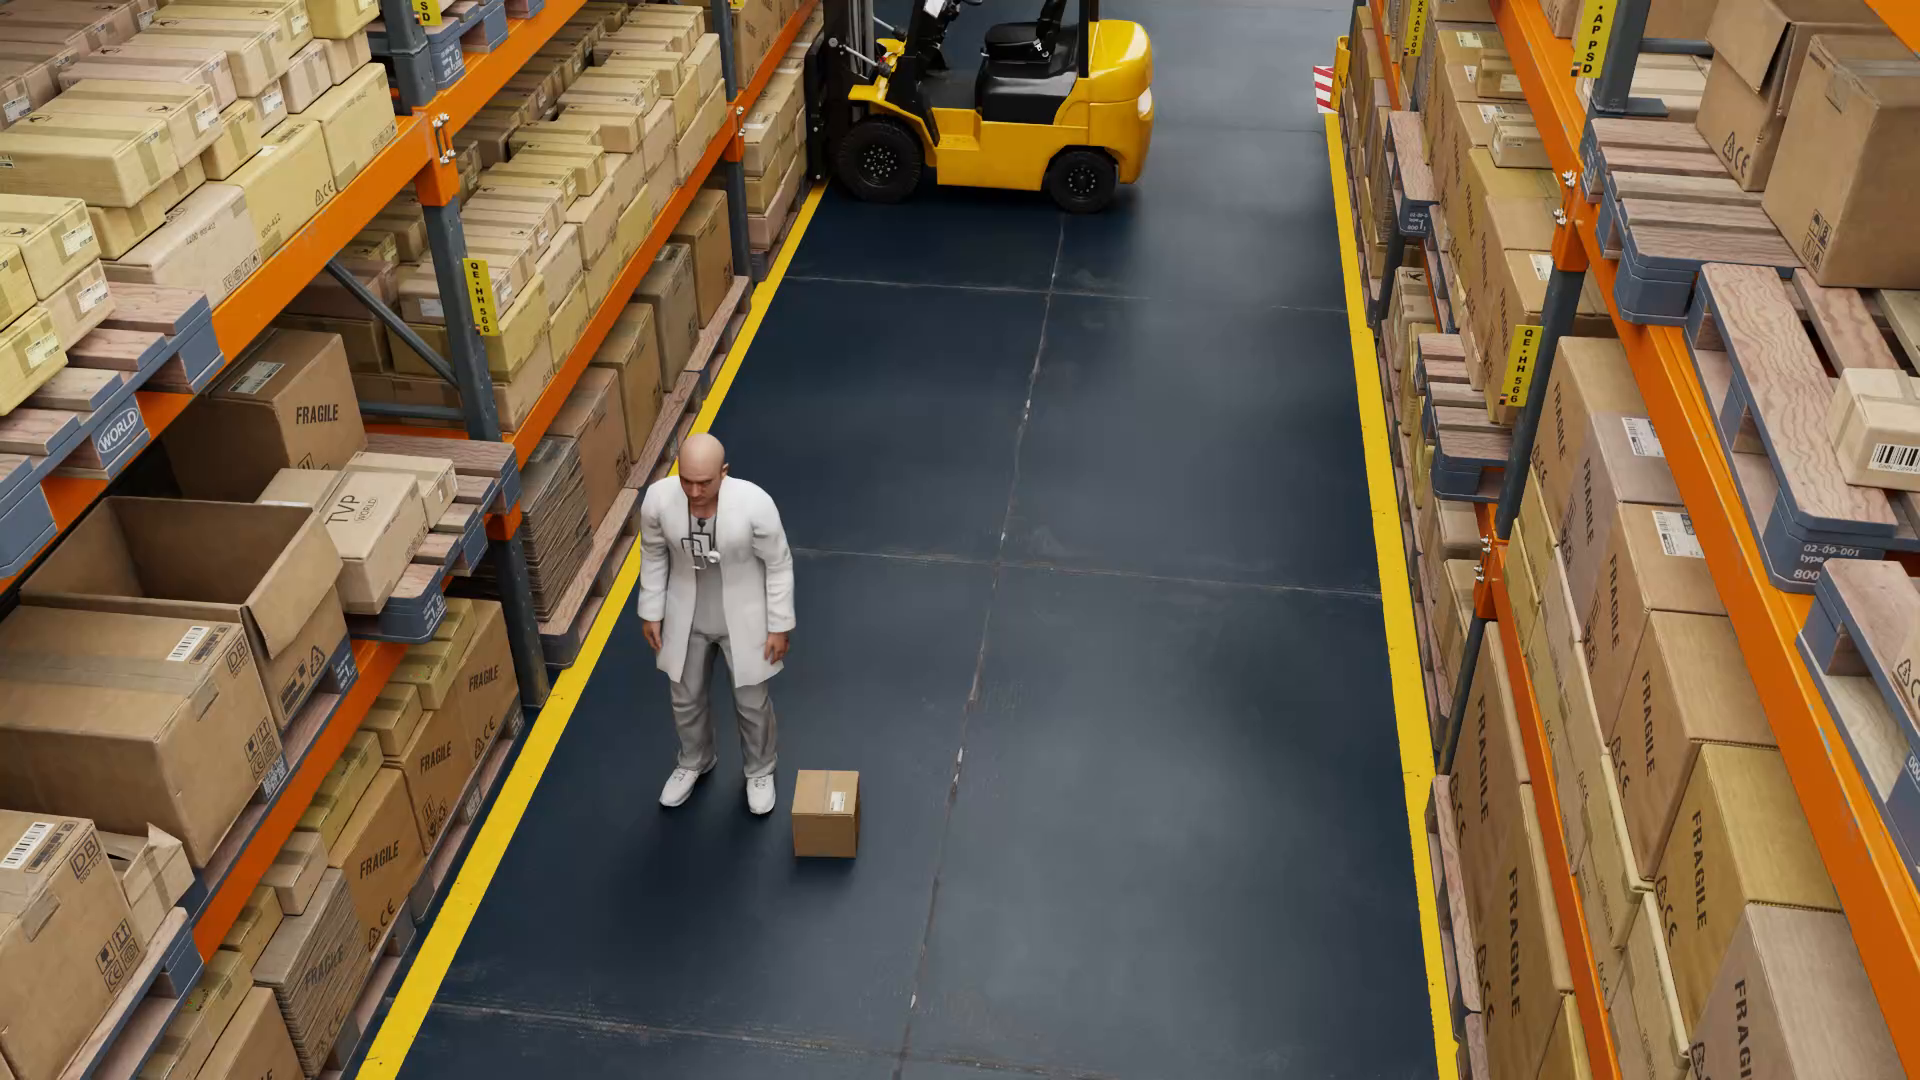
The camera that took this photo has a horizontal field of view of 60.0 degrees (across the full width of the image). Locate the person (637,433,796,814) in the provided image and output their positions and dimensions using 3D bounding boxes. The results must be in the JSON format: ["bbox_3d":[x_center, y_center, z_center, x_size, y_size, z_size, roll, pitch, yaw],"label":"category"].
[{"bbox_3d":[-0.963,0.320,6.608,0.642,1.775,0.422,5,36,7],"label":"person"}]
